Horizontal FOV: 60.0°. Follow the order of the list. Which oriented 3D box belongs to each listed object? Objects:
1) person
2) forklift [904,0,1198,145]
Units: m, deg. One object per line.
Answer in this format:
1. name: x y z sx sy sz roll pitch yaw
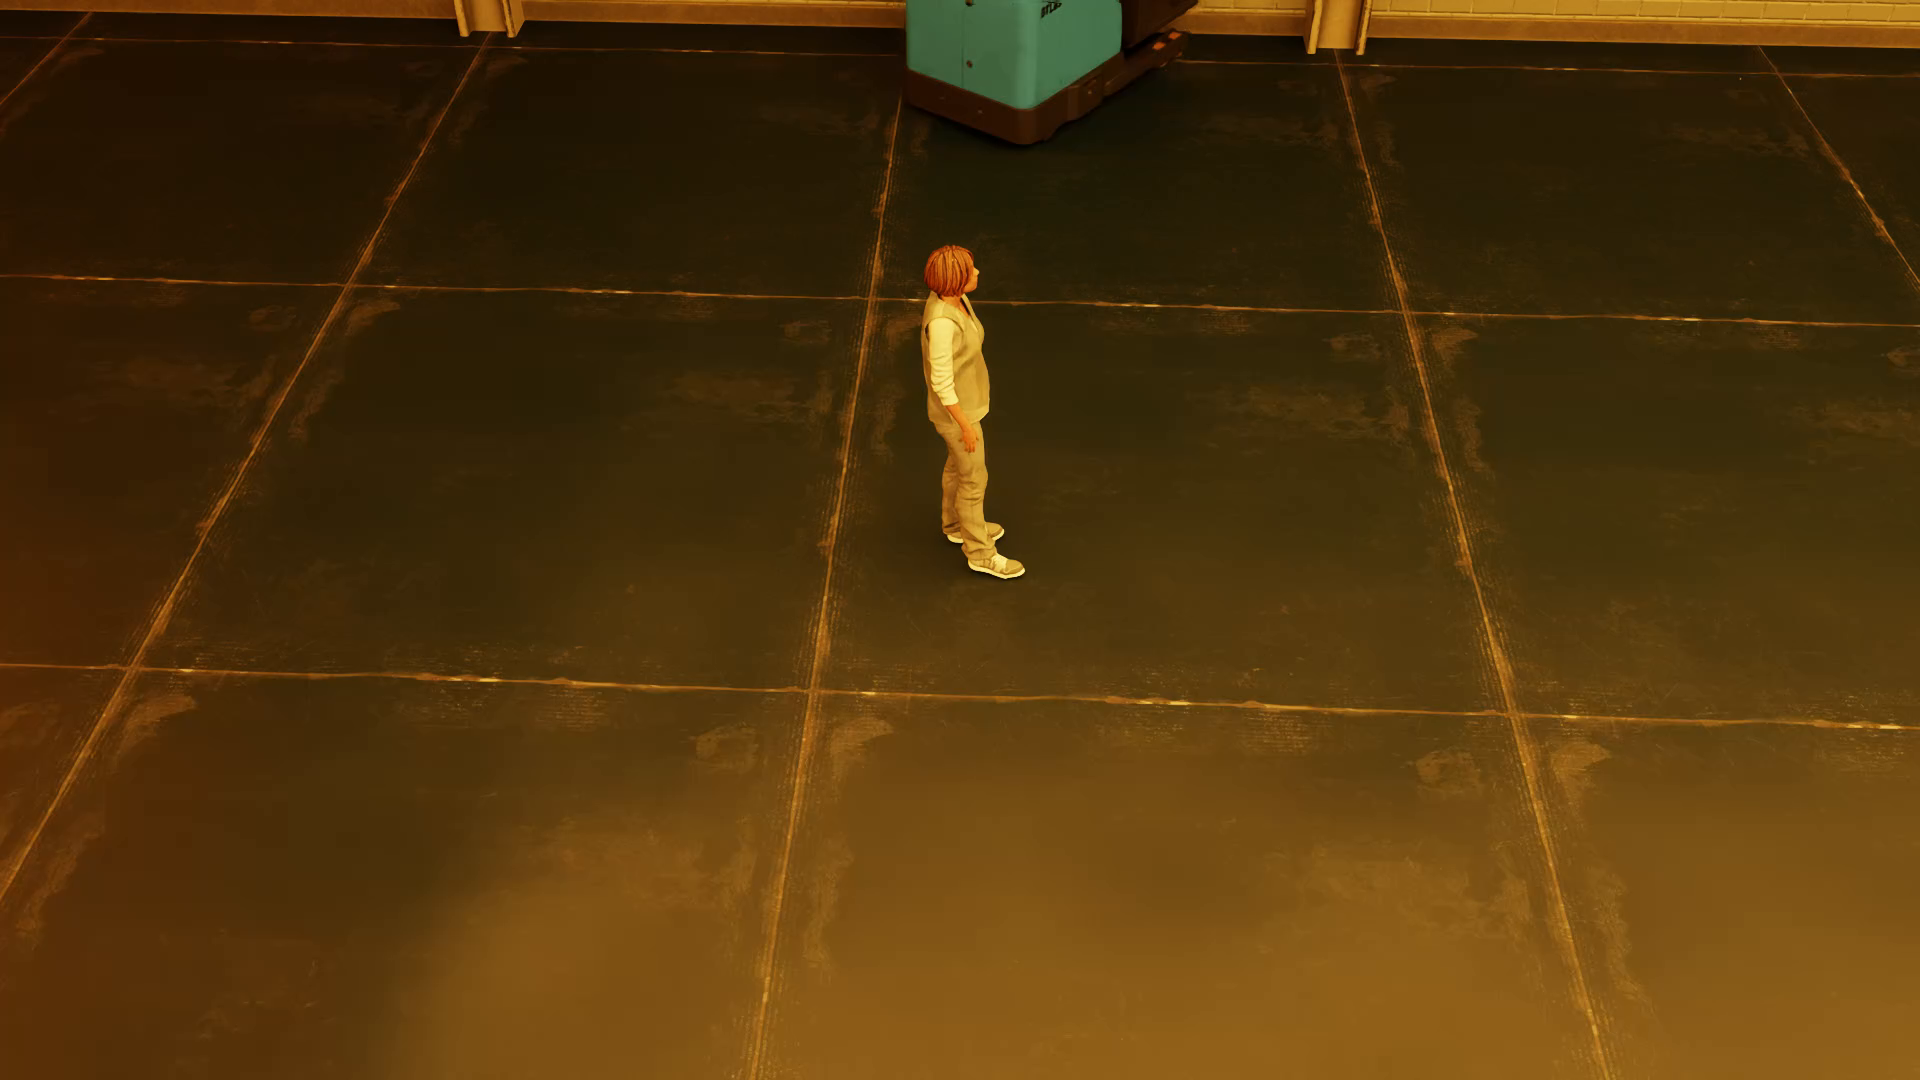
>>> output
1. person: 0.073 -0.583 7.360 0.475 1.597 0.520 2 42 2
2. forklift: 0.932 -4.534 10.709 1.130 2.935 3.031 27 49 27
